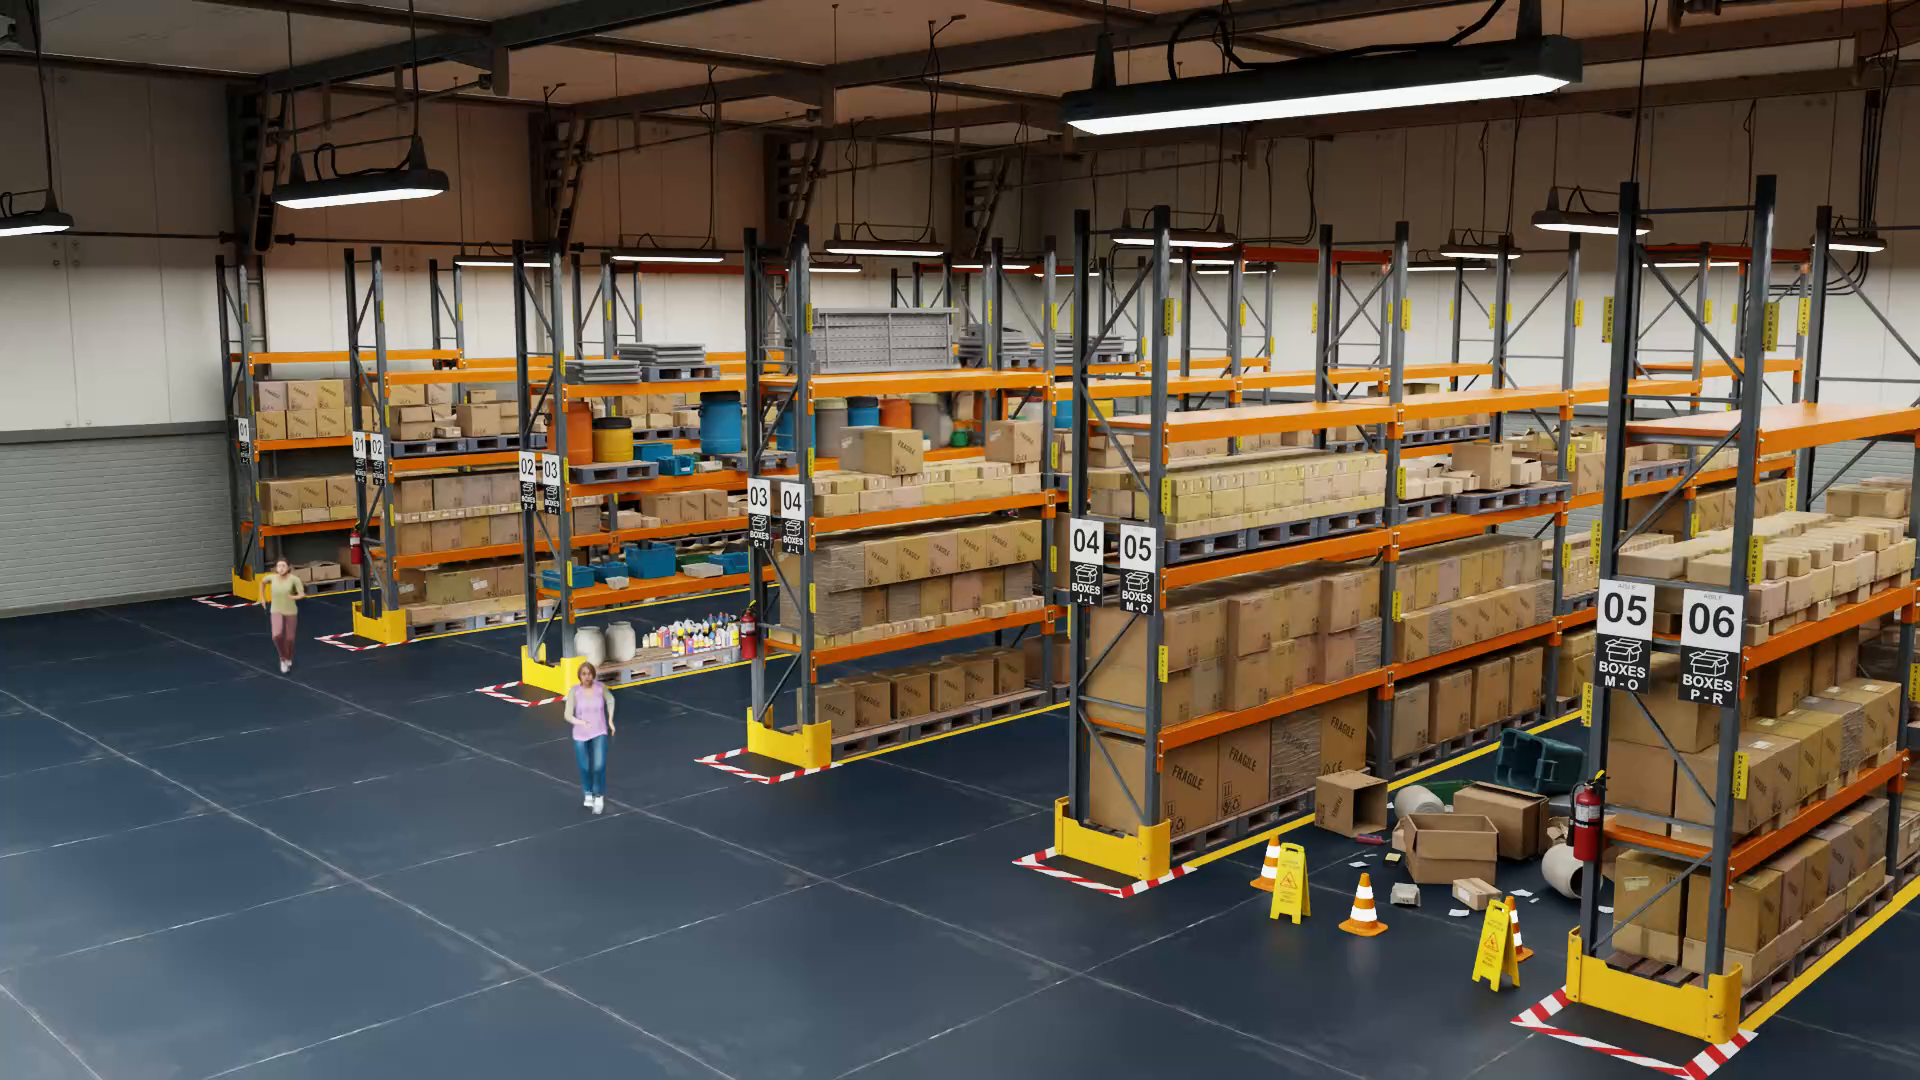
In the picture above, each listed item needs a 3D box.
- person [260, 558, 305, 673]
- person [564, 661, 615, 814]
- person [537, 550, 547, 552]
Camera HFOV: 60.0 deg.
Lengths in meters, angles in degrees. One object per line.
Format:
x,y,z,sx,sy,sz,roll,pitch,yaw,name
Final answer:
-9.481,1.041,23.309,0.607,1.630,0.768,-2,8,-16,person
-3.739,2.002,16.834,0.504,1.585,0.732,-2,8,-13,person
-7.490,0.042,30.088,0.675,1.748,0.660,4,9,27,person
